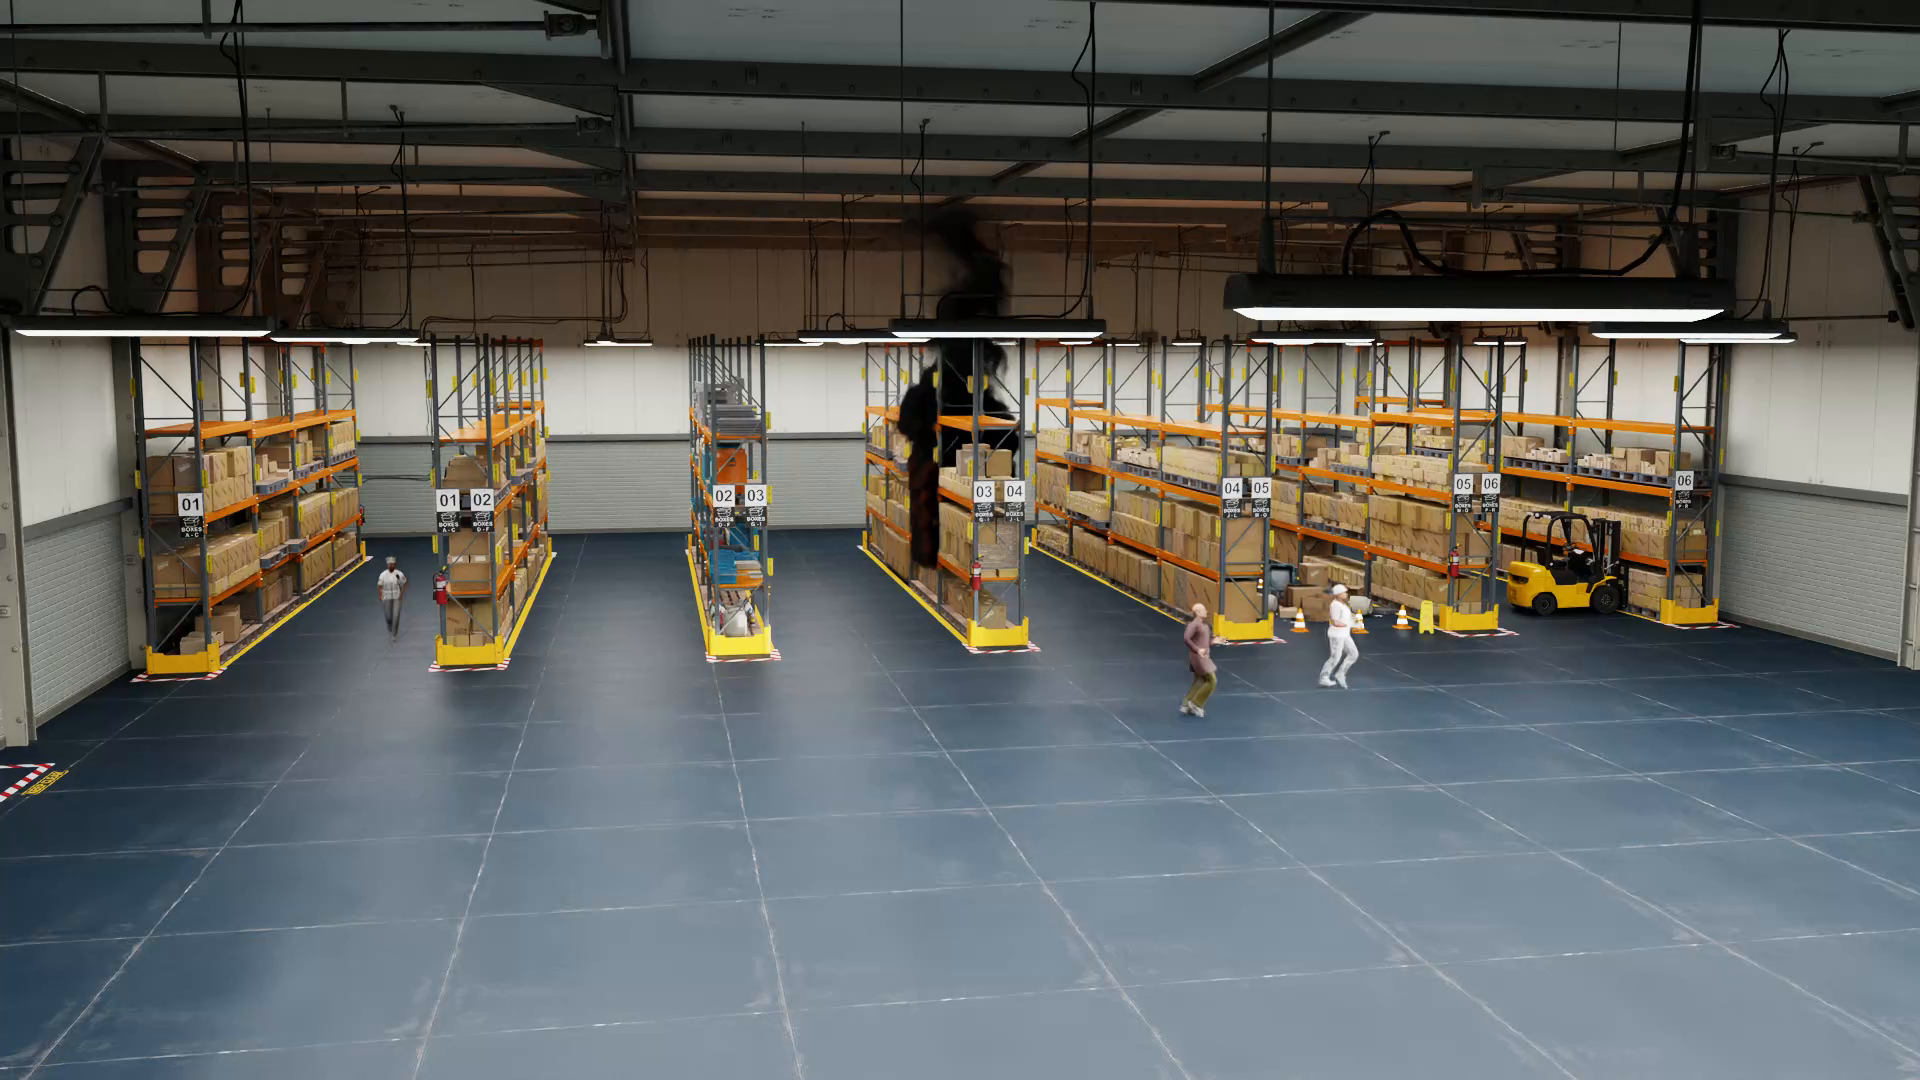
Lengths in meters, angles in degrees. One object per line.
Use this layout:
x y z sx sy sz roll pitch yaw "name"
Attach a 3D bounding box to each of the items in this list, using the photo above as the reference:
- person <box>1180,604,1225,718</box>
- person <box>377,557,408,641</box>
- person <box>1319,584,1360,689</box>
3.794 1.898 26.004 0.676 1.810 0.699 1 7 11 "person"
-11.209 1.149 32.864 0.575 1.662 0.589 -2 7 -17 "person"
6.425 1.641 28.038 0.720 1.802 0.653 4 7 29 "person"
